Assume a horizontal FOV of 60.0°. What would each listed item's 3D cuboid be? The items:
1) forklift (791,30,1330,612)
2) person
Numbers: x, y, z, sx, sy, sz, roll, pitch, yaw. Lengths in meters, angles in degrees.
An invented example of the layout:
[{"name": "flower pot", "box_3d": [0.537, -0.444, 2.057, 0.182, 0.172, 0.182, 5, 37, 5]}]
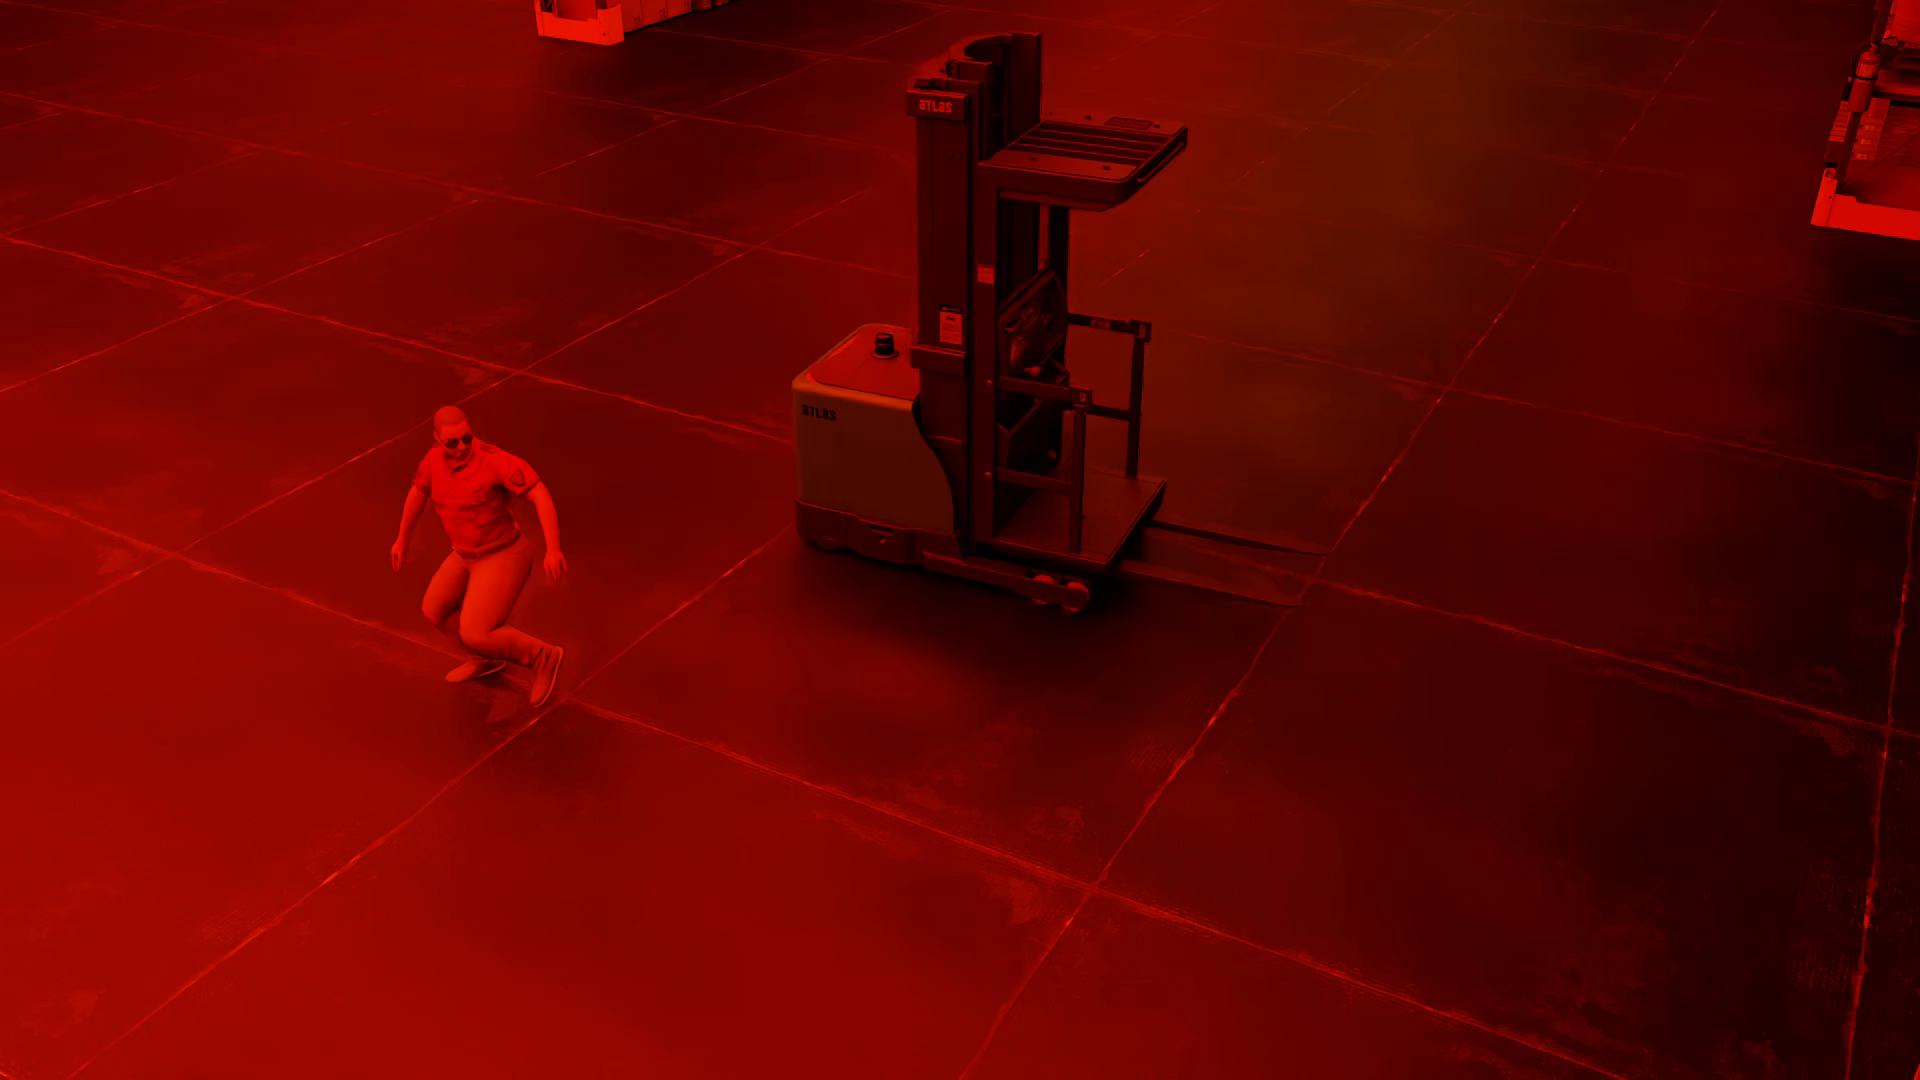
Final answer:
[{"name": "forklift", "box_3d": [0.584, -1.170, 9.097, 3.031, 2.935, 1.130, 12, 32, 20]}, {"name": "person", "box_3d": [-2.389, 0.088, 8.272, 0.880, 1.627, 0.546, 25, 38, 36]}]
